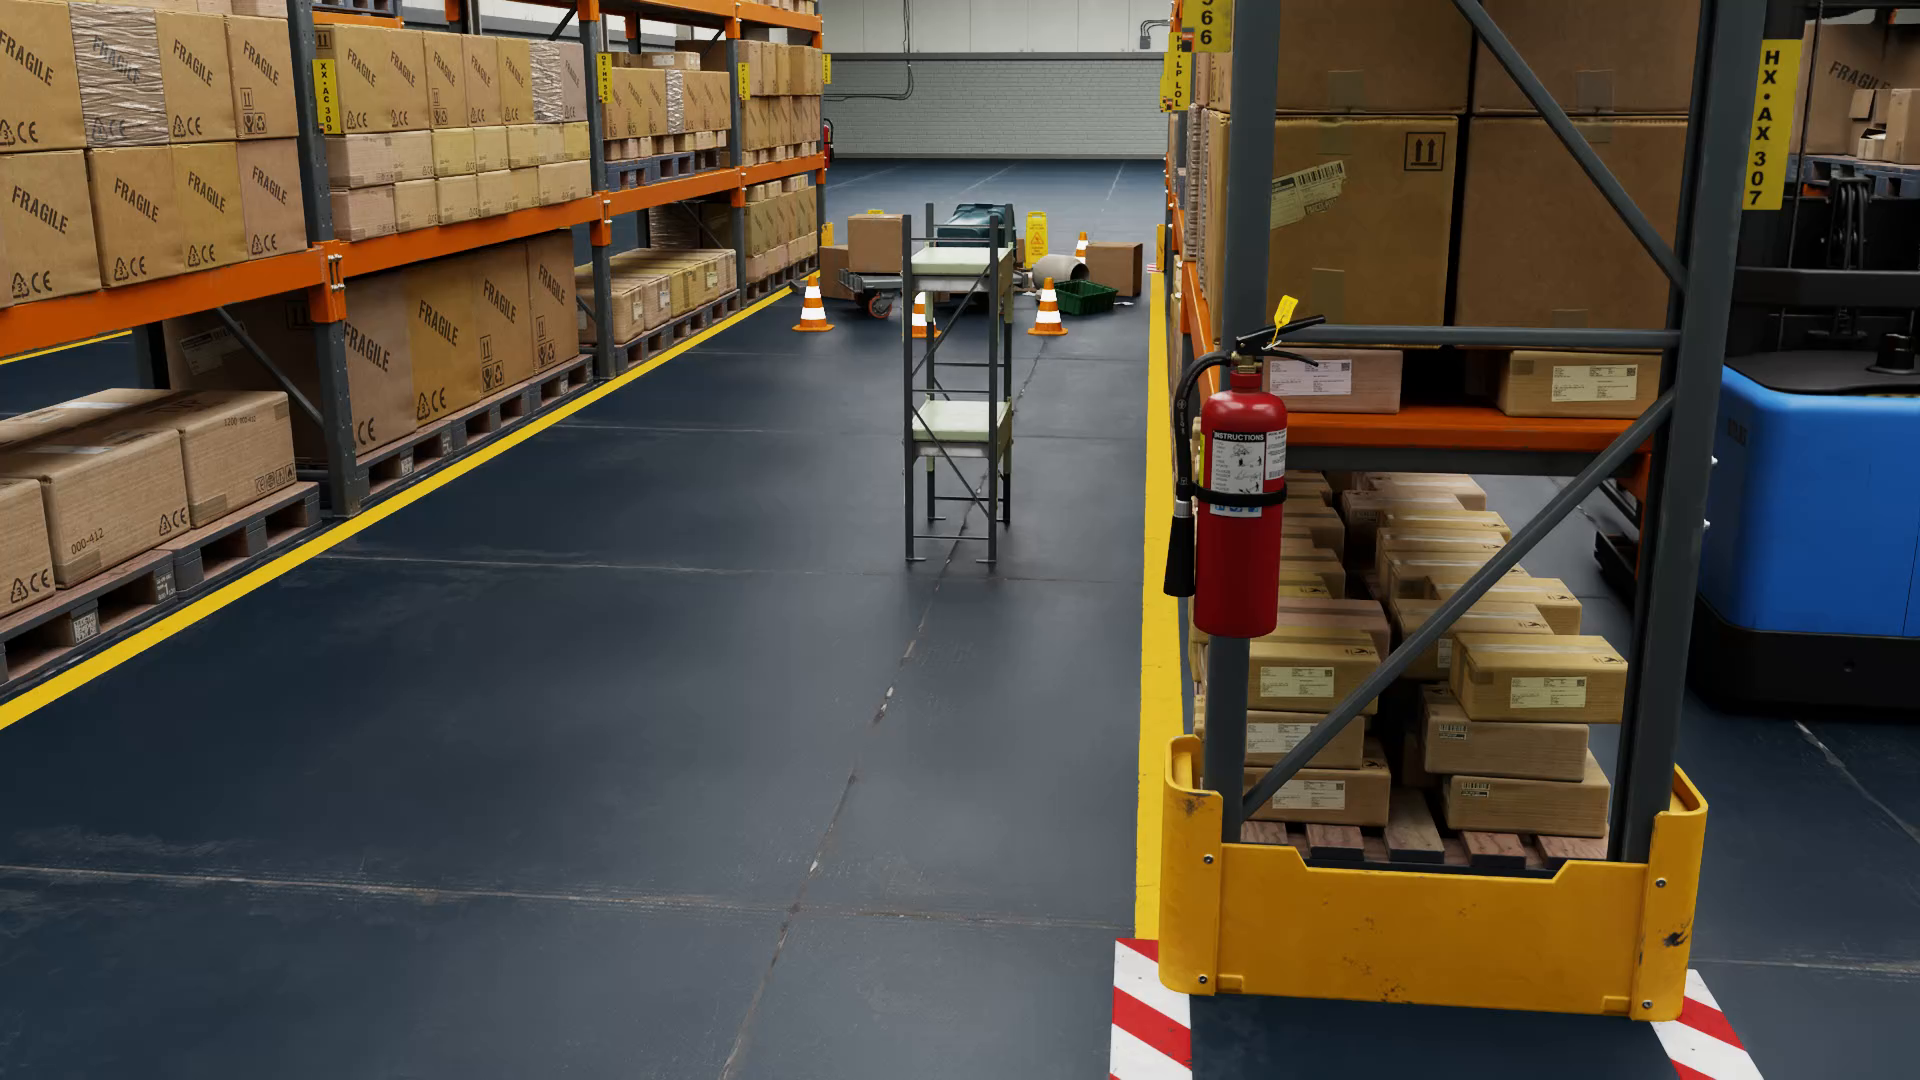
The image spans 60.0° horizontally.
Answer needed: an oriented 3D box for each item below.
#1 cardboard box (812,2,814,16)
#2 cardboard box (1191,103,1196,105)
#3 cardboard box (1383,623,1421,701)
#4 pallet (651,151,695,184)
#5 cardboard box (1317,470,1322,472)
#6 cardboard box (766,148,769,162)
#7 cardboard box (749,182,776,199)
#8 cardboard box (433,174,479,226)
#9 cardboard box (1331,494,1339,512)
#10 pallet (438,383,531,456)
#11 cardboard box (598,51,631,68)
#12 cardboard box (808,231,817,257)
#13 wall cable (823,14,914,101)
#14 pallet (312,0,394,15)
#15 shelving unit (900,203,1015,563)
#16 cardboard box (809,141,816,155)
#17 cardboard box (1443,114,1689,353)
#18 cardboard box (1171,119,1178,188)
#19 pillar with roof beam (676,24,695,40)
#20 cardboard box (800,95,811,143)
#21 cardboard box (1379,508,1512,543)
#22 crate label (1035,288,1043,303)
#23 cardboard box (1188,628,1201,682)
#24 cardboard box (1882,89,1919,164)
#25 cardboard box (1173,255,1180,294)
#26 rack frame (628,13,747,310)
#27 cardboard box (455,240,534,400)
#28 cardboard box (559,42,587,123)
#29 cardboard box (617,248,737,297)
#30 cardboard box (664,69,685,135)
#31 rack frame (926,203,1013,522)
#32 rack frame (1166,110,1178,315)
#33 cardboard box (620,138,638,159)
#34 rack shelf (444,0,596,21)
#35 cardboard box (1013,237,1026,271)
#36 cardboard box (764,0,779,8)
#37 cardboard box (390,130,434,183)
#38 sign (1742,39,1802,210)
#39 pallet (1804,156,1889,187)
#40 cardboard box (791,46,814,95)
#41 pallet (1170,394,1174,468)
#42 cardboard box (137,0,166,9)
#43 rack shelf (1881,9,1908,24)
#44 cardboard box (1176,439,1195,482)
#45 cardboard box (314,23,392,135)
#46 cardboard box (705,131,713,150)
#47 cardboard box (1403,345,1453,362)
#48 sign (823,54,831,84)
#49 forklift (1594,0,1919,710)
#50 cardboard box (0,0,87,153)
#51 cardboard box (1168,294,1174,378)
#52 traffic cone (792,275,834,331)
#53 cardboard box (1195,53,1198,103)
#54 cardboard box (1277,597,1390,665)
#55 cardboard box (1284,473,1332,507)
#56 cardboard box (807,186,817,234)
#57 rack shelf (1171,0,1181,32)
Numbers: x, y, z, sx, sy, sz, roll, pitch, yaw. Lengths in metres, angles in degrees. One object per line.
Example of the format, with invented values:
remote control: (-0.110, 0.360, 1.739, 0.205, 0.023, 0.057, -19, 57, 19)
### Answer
cardboard box: (-1.837, -5.912, 18.513, 0.380, 0.149, 0.250, 2, 15, 7)
cardboard box: (1.195, -1.525, 6.793, 0.500, 0.500, 0.500, 1, 15, 5)
cardboard box: (1.391, 0.350, 4.710, 0.380, 0.149, 0.250, 2, 15, 7)
pallet: (-2.795, -3.033, 13.500, 1.003, 0.211, 1.213, 2, 15, 6)
cardboard box: (1.848, -0.634, 8.244, 0.500, 0.500, 0.500, 2, 15, 8)
cardboard box: (-2.133, -3.869, 16.707, 0.380, 0.149, 0.250, 2, 15, 6)
cardboard box: (-2.061, -3.508, 16.673, 0.380, 0.149, 0.250, 2, 15, 8)
cardboard box: (-2.986, -1.874, 9.134, 0.500, 0.250, 0.500, 2, 15, 6)
cardboard box: (1.625, -0.130, 6.485, 0.380, 0.149, 0.250, 2, 15, 7)
pallet: (-3.281, -0.747, 10.020, 1.003, 0.211, 1.213, 2, 15, 6)
cardboard box: (-2.951, -3.960, 13.751, 0.380, 0.149, 0.250, 3, 15, 9)
cardboard box: (-1.901, -3.337, 18.721, 0.500, 0.250, 0.500, 2, 15, 6)
wall cable: (-2.950, -14.580, 50.291, 3.097, 2.526, 0.112, 2, 15, 6)
pallet: (-7.112, -6.054, 18.726, 1.003, 0.211, 1.213, 2, 15, 6)
shelving unit: (0.001, -0.726, 7.473, 0.431, 1.500, 0.755, 2, 15, 6)
cardboard box: (-1.823, -4.392, 18.640, 0.380, 0.149, 0.250, 2, 15, 6)
cardboard box: (1.375, -0.717, 3.804, 0.500, 0.500, 0.500, 2, 15, 9)
cardboard box: (1.794, -2.794, 12.056, 0.500, 0.500, 0.500, 2, 15, 6)
pillar with roof beam: (-1.672, -12.115, 35.225, 9.100, 9.000, 0.400, 2, 15, 6)
cardboard box: (-1.923, -4.599, 18.162, 0.500, 0.500, 0.500, 2, 15, 6)
cardboard box: (1.575, 0.002, 5.425, 0.380, 0.149, 0.250, 2, 15, 7)
crate label: (0.887, -2.368, 16.155, 0.298, 0.136, 0.250, -10, 18, -32)
cardboard box: (0.927, 0.346, 5.292, 0.380, 0.149, 0.250, 1, 15, 4)
cardboard box: (6.854, -2.859, 11.493, 0.700, 0.500, 0.500, 4, 16, 15)
cardboard box: (1.634, -1.678, 10.668, 0.500, 0.250, 0.500, 1, 15, 4)
rack frame: (-2.526, -3.648, 15.408, 1.000, 3.000, 0.127, 2, 15, 6)
cardboard box: (-3.243, -1.380, 10.285, 0.875, 0.875, 0.875, 2, 15, 7)
cardboard box: (-2.776, -3.000, 10.903, 0.500, 0.500, 0.500, 1, 15, 5)
cardboard box: (-2.583, -2.446, 15.193, 0.950, 0.372, 0.625, 2, 15, 7)
cardboard box: (-2.527, -3.518, 13.361, 0.500, 0.500, 0.500, 1, 15, 4)
rack frame: (0.042, -0.821, 7.824, 0.400, 1.500, 0.023, 2, 15, 6)
rack frame: (2.404, -3.529, 14.966, 1.000, 3.000, 0.127, 2, 15, 6)
cardboard box: (-2.614, -2.913, 12.366, 0.380, 0.149, 0.250, 1, 15, 3)
rack shelf: (-3.203, -3.193, 9.355, 1.077, 0.370, 4.000, 2, 15, 6)
cardboard box: (0.243, -2.951, 17.610, 0.797, 0.503, 0.637, -10, 18, -32)
cardboard box: (-2.014, -5.381, 16.549, 0.380, 0.149, 0.250, 1, 15, 5)
cardboard box: (-3.068, -1.984, 8.584, 0.500, 0.250, 0.500, 2, 15, 7)
sign: (1.589, -0.818, 3.284, 0.100, 0.325, 0.005, 2, 15, 6)
pallet: (7.052, -2.741, 12.420, 1.003, 0.211, 1.213, 2, 15, 6)
cardboard box: (-1.935, -4.955, 17.564, 0.700, 0.500, 0.500, 2, 15, 6)
pallet: (1.723, -0.627, 9.577, 1.003, 0.211, 1.213, 2, 15, 6)
cardboard box: (-3.333, -2.133, 6.452, 0.380, 0.149, 0.250, 2, 15, 6)
rack shelf: (7.095, -3.939, 12.113, 1.077, 0.370, 4.000, 2, 15, 6)
cardboard box: (1.142, -0.339, 7.258, 0.380, 0.149, 0.250, 2, 15, 9)
cardboard box: (-3.093, -2.210, 7.982, 0.500, 0.500, 0.500, 2, 15, 7)
cardboard box: (-2.350, -3.452, 14.360, 0.380, 0.149, 0.250, 1, 15, 5)
cardboard box: (1.376, -0.576, 4.528, 0.380, 0.149, 0.250, 2, 15, 9)
sign: (-1.525, -5.376, 18.973, 0.100, 0.325, 0.005, 2, 15, 6)
forklift: (3.259, -1.191, 6.452, 1.130, 2.935, 3.031, 2, 15, 9)
cardboard box: (-3.386, -1.580, 5.653, 0.500, 0.500, 0.500, 2, 15, 6)
cardboard box: (1.619, -1.311, 10.750, 0.500, 0.500, 0.500, 1, 15, 4)
traffic cone: (-1.275, -2.061, 14.397, 0.336, 0.463, 0.334, 2, 15, 6)
cardboard box: (1.208, -2.019, 6.704, 0.500, 0.500, 0.500, 2, 15, 8)
cardboard box: (0.943, 0.262, 4.466, 0.380, 0.149, 0.250, 2, 15, 7)
cardboard box: (1.122, -0.143, 5.960, 0.380, 0.149, 0.250, 1, 15, 4)
cardboard box: (-1.906, -3.708, 18.654, 0.500, 0.500, 0.500, 2, 15, 7)
rack shelf: (2.178, -4.111, 12.750, 1.077, 0.370, 4.000, 2, 15, 6)
